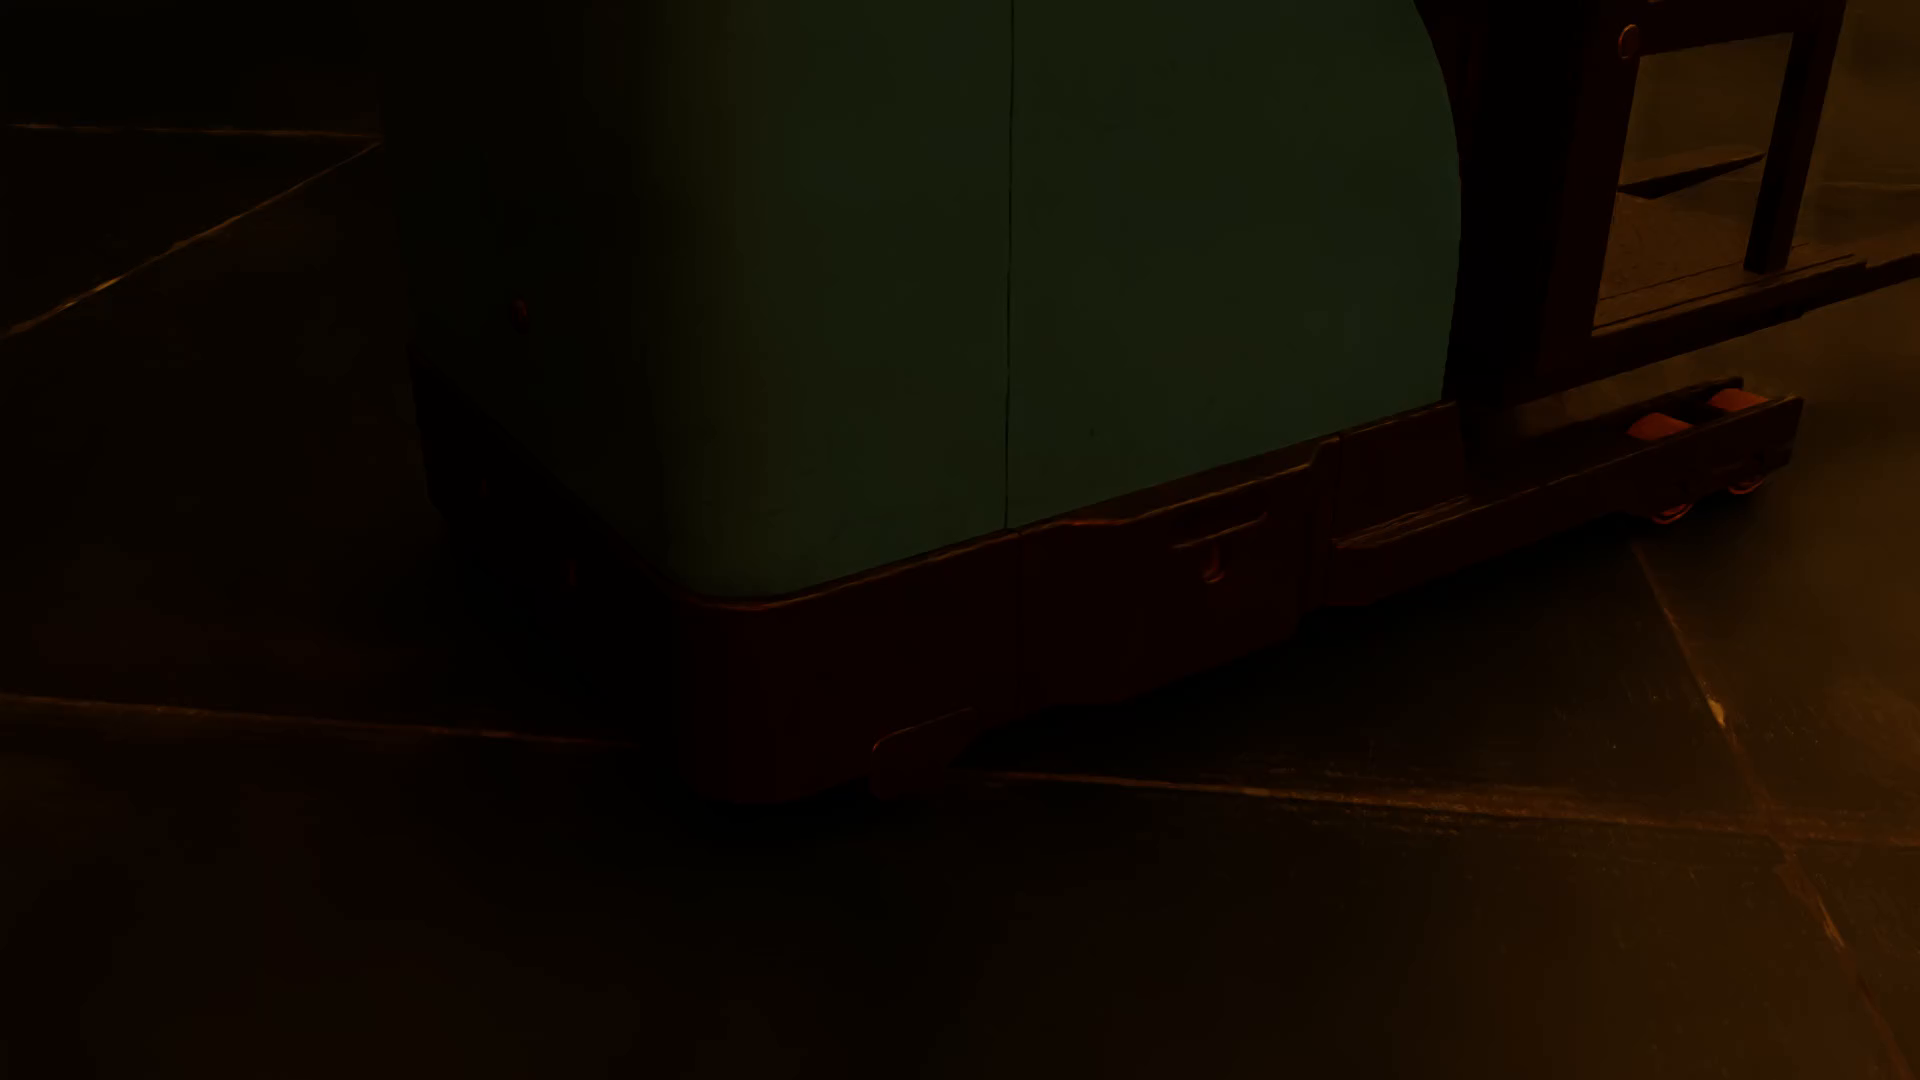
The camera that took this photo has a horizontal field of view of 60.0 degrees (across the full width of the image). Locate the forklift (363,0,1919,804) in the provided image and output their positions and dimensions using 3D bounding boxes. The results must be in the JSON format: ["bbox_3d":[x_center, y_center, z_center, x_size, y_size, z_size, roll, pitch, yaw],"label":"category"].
[{"bbox_3d":[0.721,-1.516,2.255,3.031,2.935,1.130,-17,31,-30],"label":"forklift"}]
